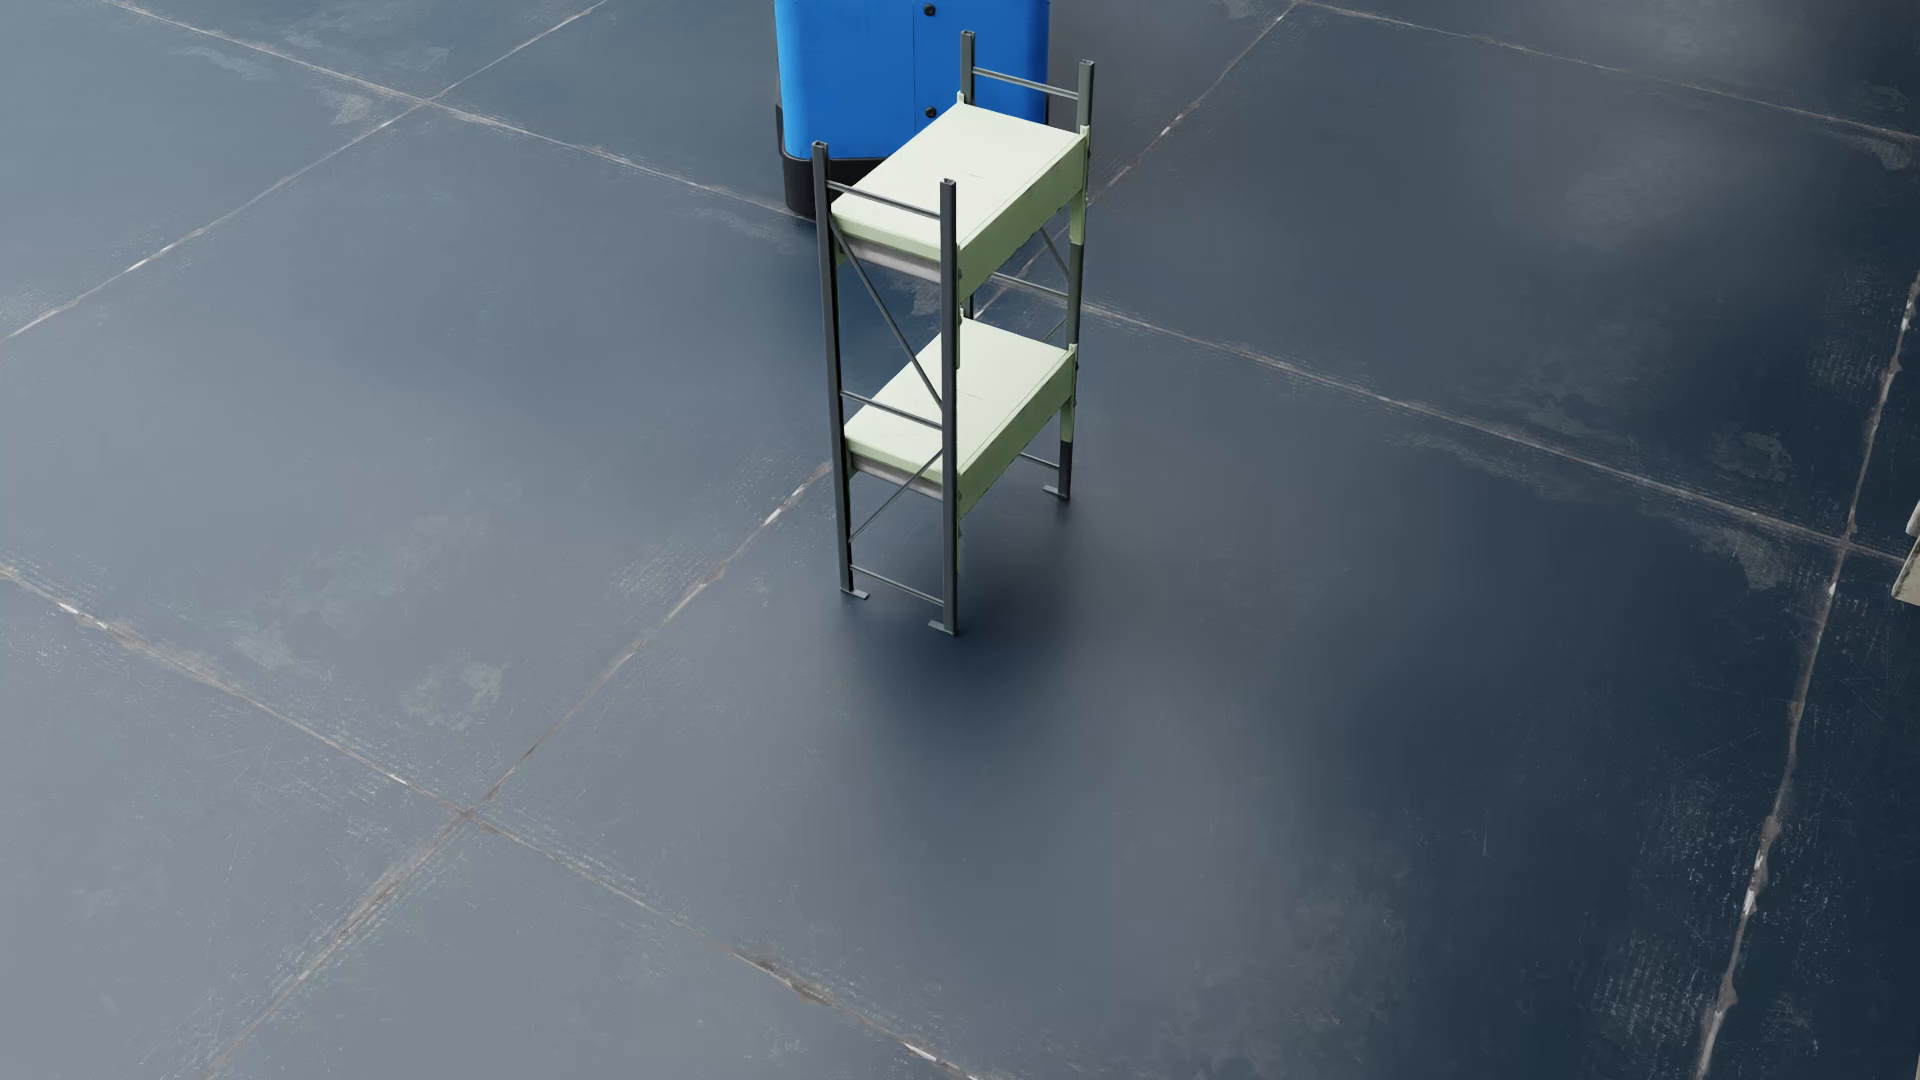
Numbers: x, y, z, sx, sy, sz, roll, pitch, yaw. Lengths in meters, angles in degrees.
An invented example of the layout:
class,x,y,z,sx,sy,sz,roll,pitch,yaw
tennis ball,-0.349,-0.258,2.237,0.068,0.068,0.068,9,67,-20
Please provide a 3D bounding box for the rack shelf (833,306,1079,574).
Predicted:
class,x,y,z,sx,sy,sz,roll,pitch,yaw
rack shelf,-0.003,-0.314,4.965,0.431,0.370,0.720,21,45,22

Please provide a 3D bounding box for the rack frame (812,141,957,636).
class,x,y,z,sx,sy,sz,roll,pitch,yaw
rack frame,-0.186,-0.350,4.512,0.400,1.500,0.023,21,45,22

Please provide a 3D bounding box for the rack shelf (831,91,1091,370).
class,x,y,z,sx,sy,sz,roll,pitch,yaw
rack shelf,-0.003,-0.852,4.492,0.431,0.370,0.720,21,45,22

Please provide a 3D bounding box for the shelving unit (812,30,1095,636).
class,x,y,z,sx,sy,sz,roll,pitch,yaw
shelving unit,-0.003,-0.559,4.750,0.431,1.500,0.755,21,45,22

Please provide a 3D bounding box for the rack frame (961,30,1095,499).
class,x,y,z,sx,sy,sz,roll,pitch,yaw
rack frame,0.180,-0.768,4.988,0.400,1.500,0.023,21,45,22

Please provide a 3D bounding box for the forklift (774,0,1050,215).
class,x,y,z,sx,sy,sz,roll,pitch,yaw
forklift,-0.248,-3.350,6.837,1.130,2.935,3.031,-2,41,-2
